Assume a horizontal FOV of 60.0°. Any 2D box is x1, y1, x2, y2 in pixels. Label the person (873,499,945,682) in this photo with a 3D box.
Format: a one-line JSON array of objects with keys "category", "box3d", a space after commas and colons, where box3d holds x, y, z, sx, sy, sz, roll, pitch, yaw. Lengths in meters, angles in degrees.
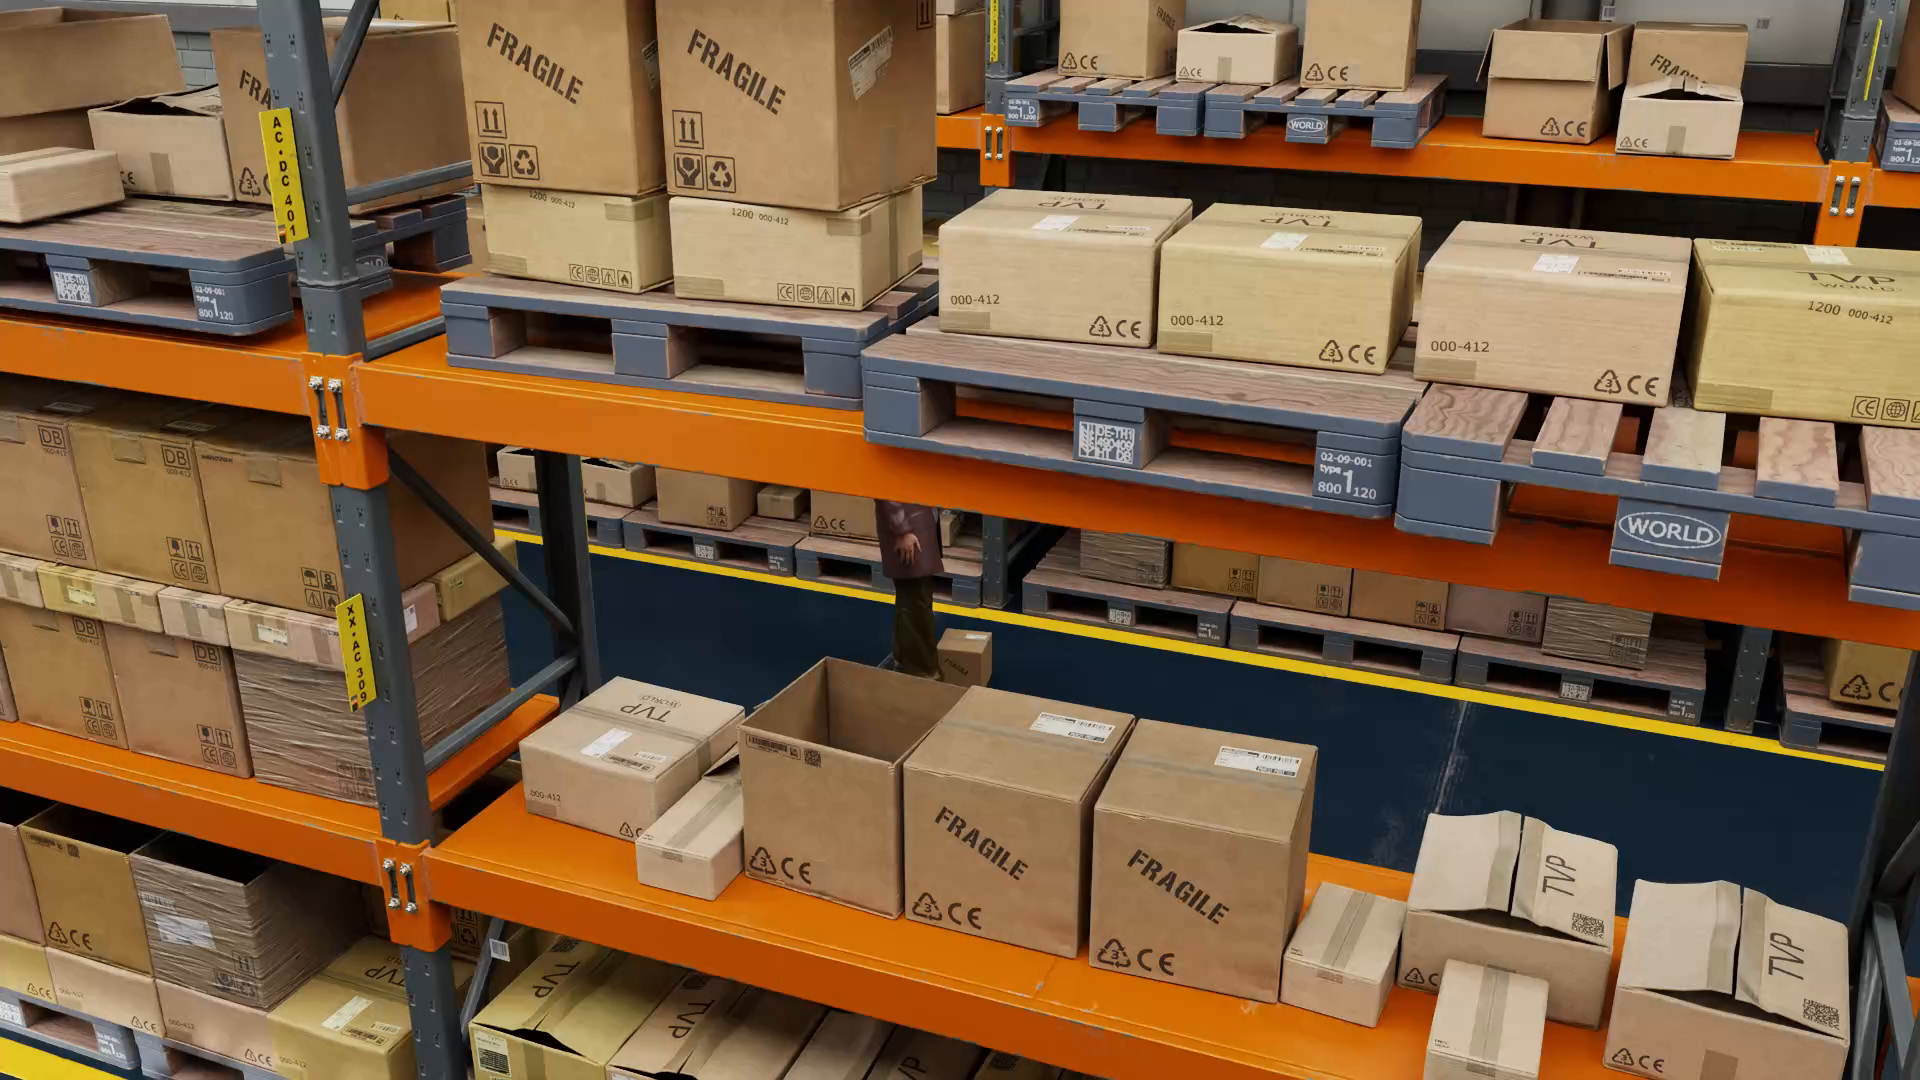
[{"category": "person", "box3d": [-0.171, -0.076, 8.509, 0.582, 1.775, 0.694, 4, 22, 10]}]
